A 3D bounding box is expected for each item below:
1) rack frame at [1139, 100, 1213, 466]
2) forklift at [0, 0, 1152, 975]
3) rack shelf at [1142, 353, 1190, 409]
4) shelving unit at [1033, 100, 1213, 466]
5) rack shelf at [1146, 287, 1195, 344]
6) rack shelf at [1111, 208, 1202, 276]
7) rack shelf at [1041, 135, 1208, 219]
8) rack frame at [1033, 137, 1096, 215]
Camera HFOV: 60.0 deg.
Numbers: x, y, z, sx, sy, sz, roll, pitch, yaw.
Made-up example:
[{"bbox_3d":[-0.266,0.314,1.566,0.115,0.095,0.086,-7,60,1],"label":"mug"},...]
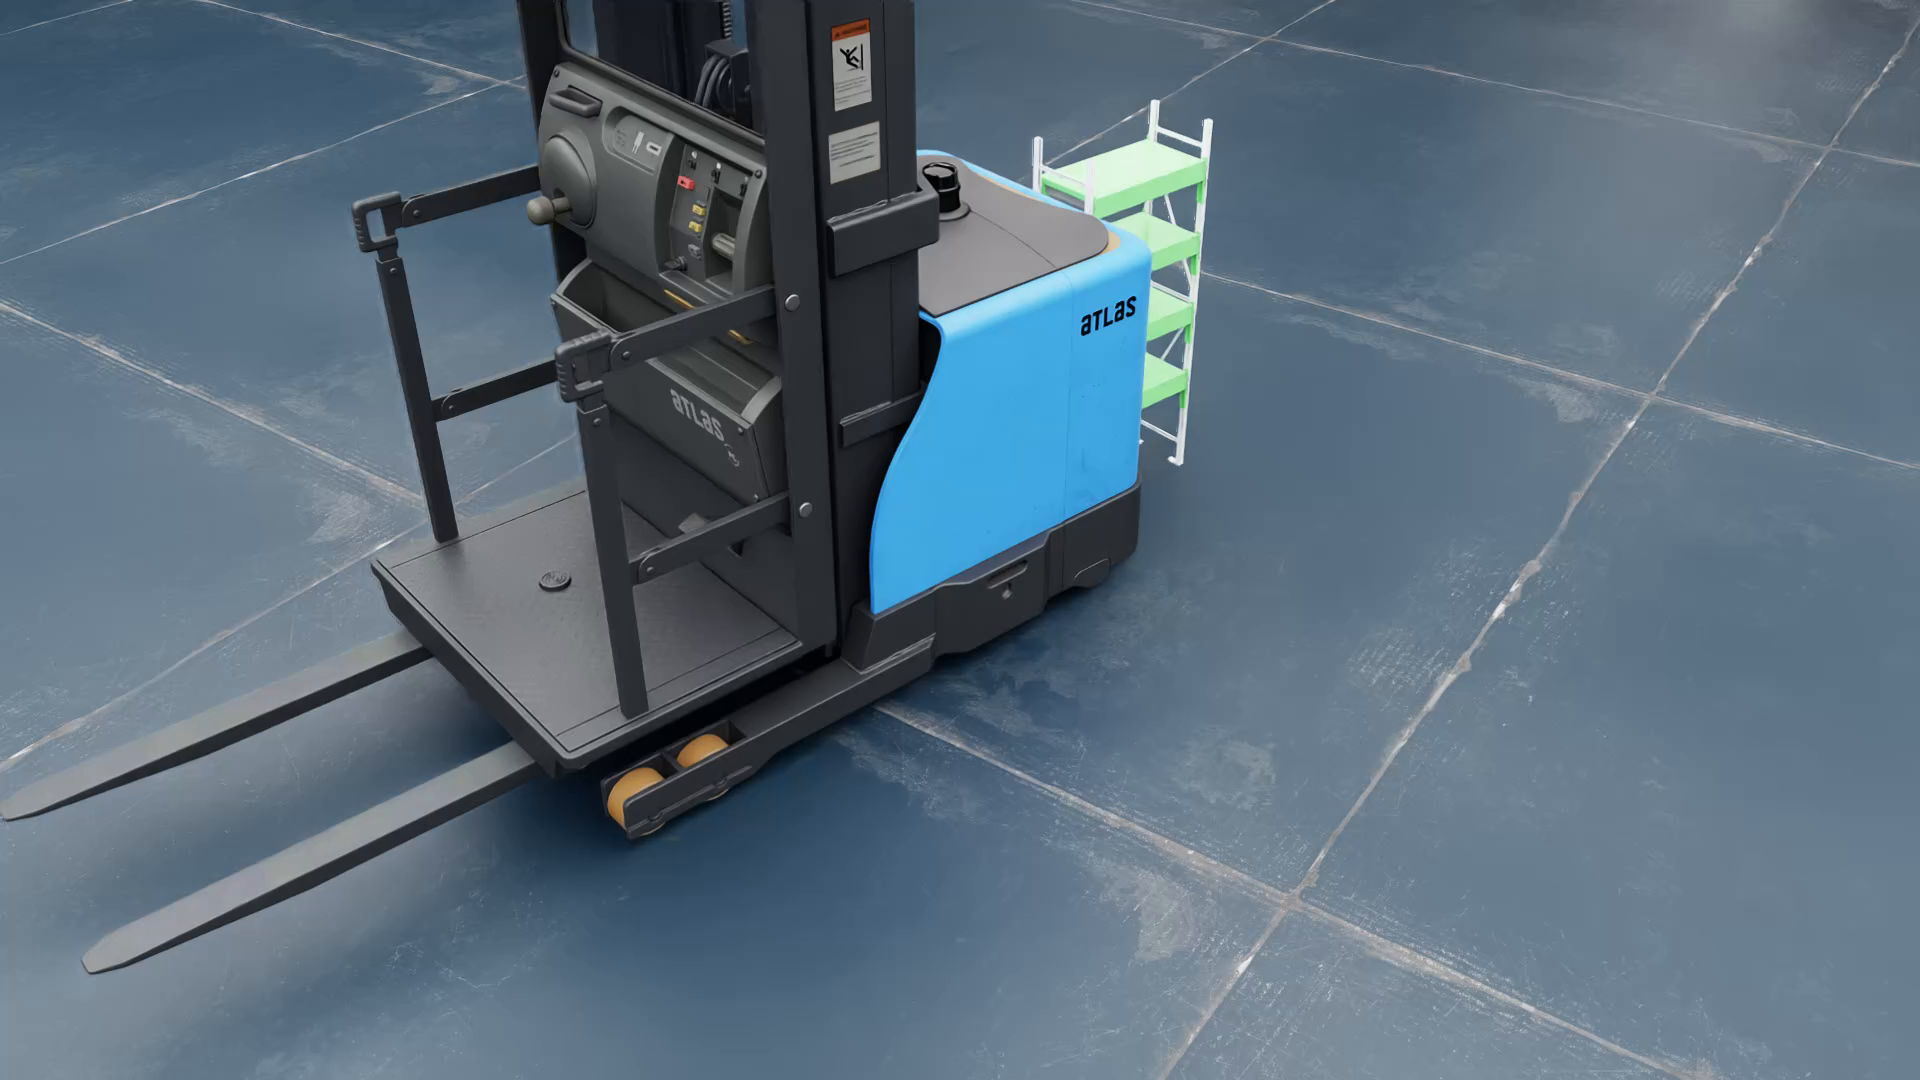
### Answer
[{"bbox_3d":[0.670,-0.802,5.364,0.015,1.200,0.240,-26,42,-33],"label":"rack frame"},{"bbox_3d":[-0.903,-0.810,3.831,3.031,2.935,1.130,-26,42,-33],"label":"forklift"},{"bbox_3d":[0.485,-0.461,5.403,0.480,0.148,0.258,-26,42,-33],"label":"rack shelf"},{"bbox_3d":[0.485,-0.713,5.233,0.503,1.200,0.258,-26,42,-33],"label":"shelving unit"},{"bbox_3d":[0.485,-0.660,5.268,0.480,0.148,0.258,-26,42,-33],"label":"rack shelf"},{"bbox_3d":[0.485,-0.858,5.134,0.480,0.148,0.258,-26,42,-33],"label":"rack shelf"},{"bbox_3d":[0.485,-1.057,5.000,0.480,0.148,0.258,-26,42,-33],"label":"rack shelf"},{"bbox_3d":[0.300,-0.624,5.101,0.015,1.200,0.240,-26,42,-33],"label":"rack frame"}]
